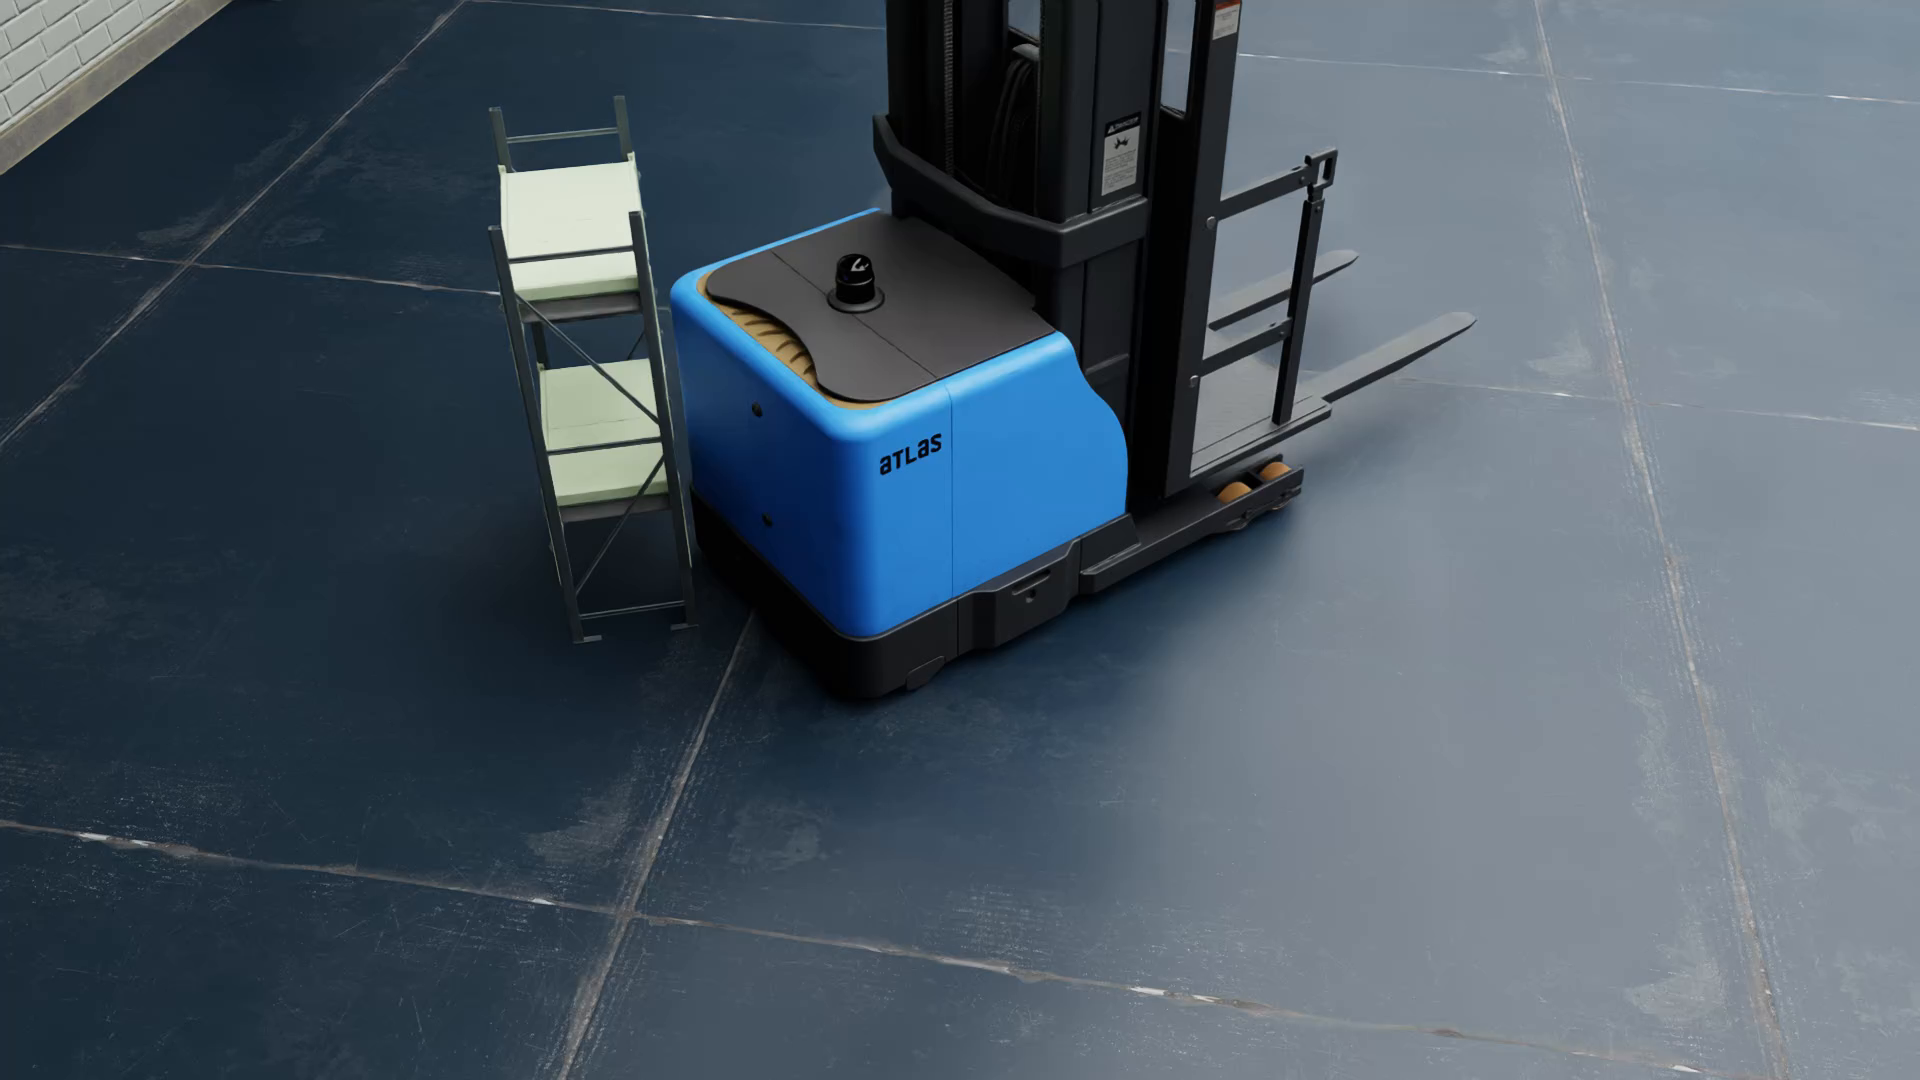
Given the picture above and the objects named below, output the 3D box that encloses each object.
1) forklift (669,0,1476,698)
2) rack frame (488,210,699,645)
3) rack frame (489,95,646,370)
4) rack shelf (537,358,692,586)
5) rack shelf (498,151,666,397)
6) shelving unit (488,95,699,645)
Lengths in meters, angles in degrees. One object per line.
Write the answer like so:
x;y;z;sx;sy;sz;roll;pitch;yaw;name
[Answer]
0.589;-1.410;5.155;3.031;2.935;1.130;-25;46;-27;forklift
-1.049;-0.274;4.903;0.400;1.500;0.023;-8;40;-9;rack frame
-1.203;-0.730;5.454;0.400;1.500;0.023;-8;40;-9;rack frame
-1.125;-0.250;5.386;0.431;0.370;0.720;-8;40;-9;rack shelf
-1.127;-0.802;4.930;0.431;0.370;0.720;-8;40;-9;rack shelf
-1.126;-0.502;5.178;0.431;1.500;0.755;-8;40;-9;shelving unit
